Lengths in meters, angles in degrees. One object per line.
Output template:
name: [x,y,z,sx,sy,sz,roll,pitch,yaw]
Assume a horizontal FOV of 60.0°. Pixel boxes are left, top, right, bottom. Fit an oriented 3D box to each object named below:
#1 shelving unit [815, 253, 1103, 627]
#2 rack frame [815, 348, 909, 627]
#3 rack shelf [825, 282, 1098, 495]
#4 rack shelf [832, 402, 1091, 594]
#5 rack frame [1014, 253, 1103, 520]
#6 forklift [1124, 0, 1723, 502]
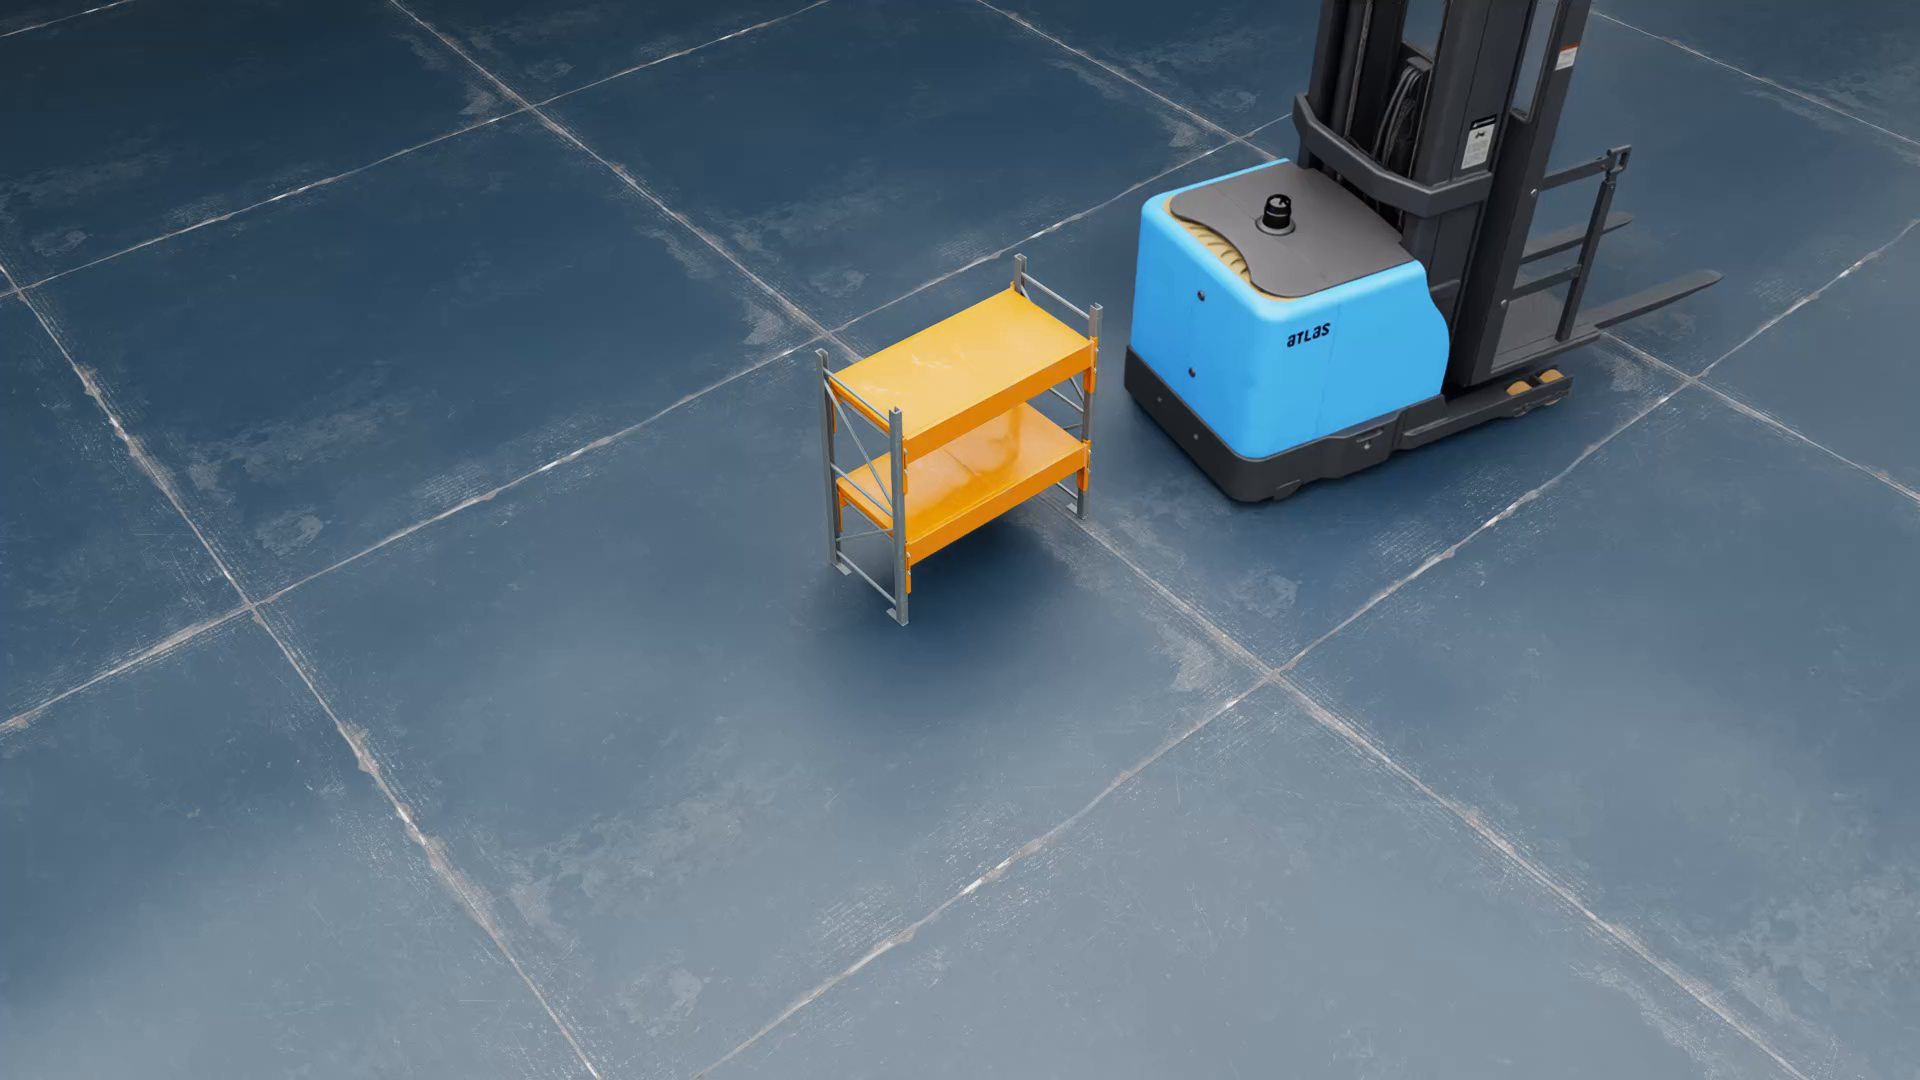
shelving unit: [0.005,-0.413,6.868,1.048,1.125,0.538,-30,51,-28]
rack frame: [-0.385,-0.190,6.630,0.032,1.125,0.500,-30,51,-28]
rack shelf: [0.005,-0.626,6.668,1.000,0.278,0.538,-30,51,-28]
rack shelf: [0.005,-0.235,7.035,1.000,0.278,0.538,-30,51,-28]
rack frame: [0.395,-0.636,7.106,0.032,1.125,0.500,-30,51,-28]
forklift: [2.329,-1.953,7.189,3.031,2.935,1.130,-20,47,-20]
